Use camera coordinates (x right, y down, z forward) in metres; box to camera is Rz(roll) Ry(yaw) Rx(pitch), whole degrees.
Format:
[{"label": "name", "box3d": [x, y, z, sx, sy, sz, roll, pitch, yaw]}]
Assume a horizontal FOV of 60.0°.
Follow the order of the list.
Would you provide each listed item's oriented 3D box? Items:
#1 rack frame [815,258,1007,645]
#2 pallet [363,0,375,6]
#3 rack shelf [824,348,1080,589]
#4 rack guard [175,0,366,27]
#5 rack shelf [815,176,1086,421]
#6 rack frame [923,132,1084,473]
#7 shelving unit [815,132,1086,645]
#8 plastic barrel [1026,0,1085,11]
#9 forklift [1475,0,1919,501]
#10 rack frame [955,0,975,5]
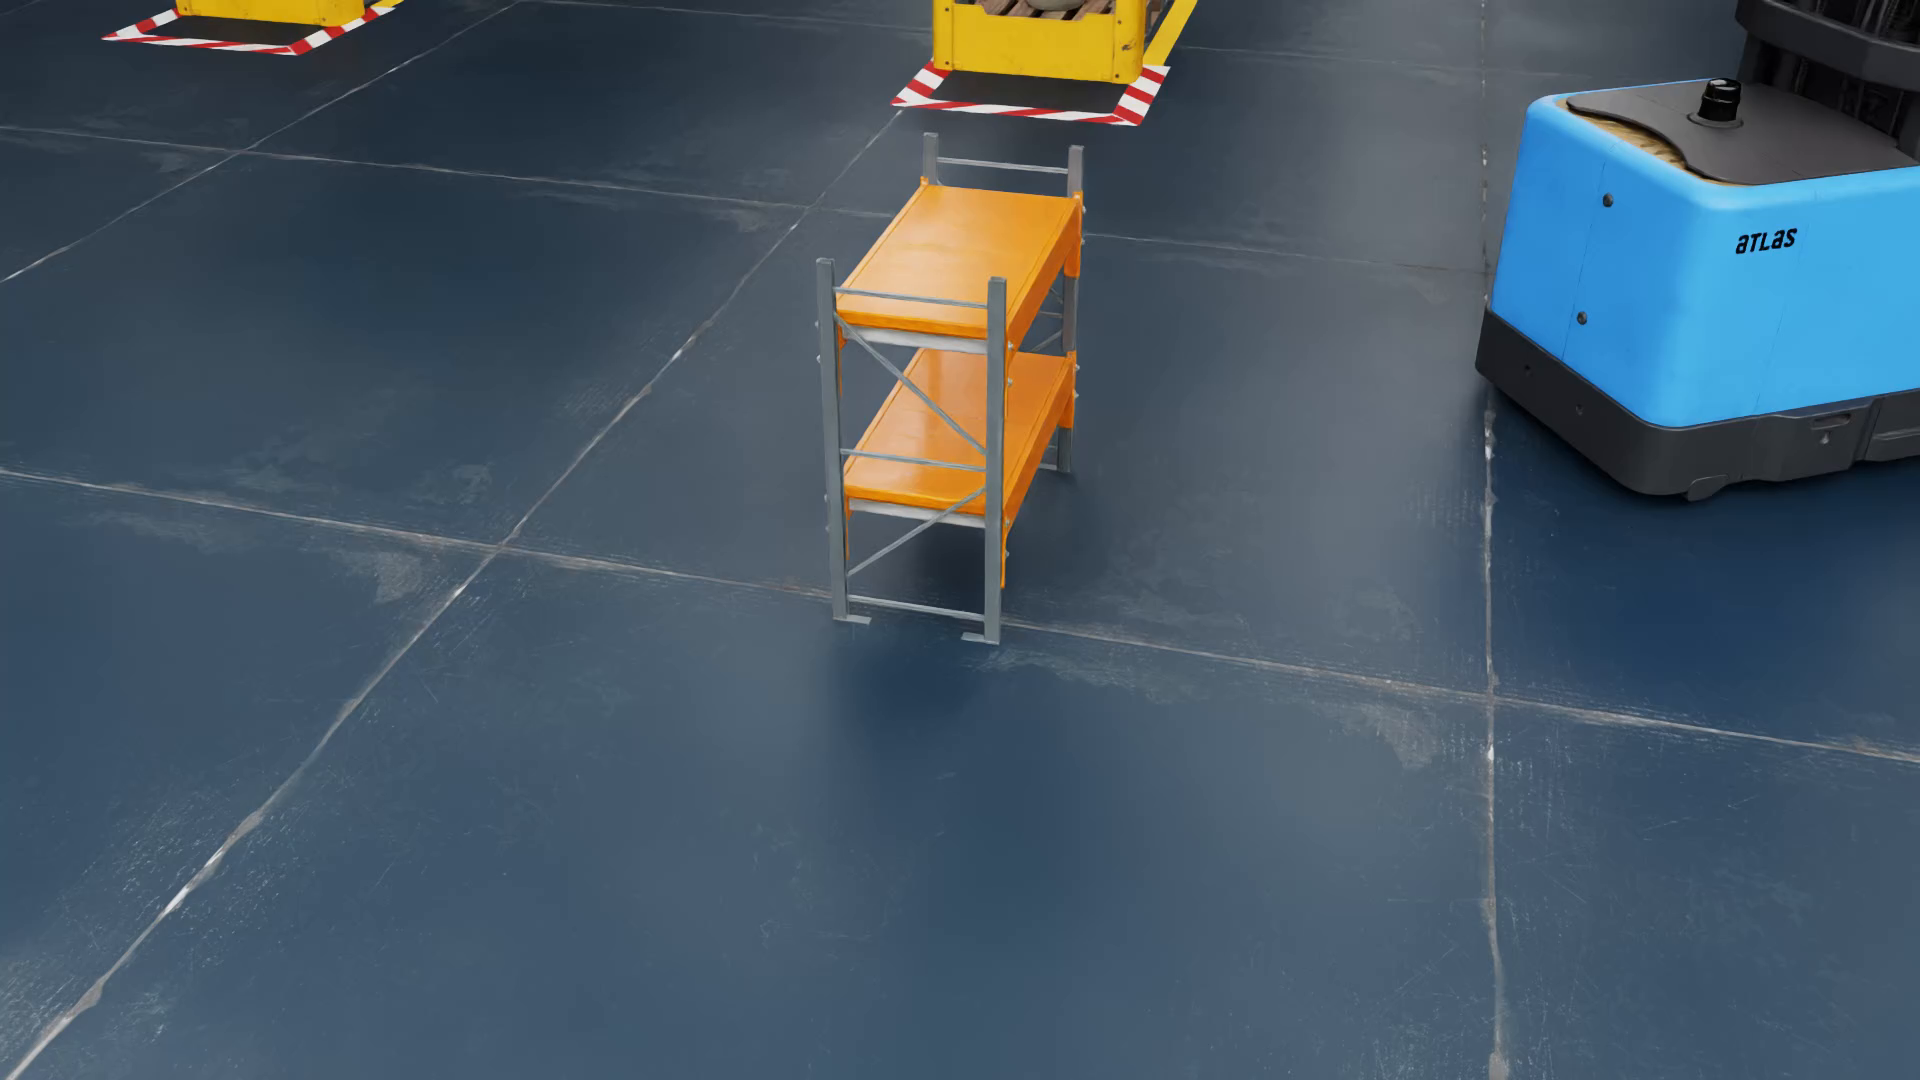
[{"label": "rack frame", "box3d": [-0.127, -0.214, 4.539, 0.500, 1.125, 0.032, 8, 33, 12]}, {"label": "pallet", "box3d": [-4.168, -3.816, 11.056, 1.003, 0.211, 1.213, 8, 33, 12]}, {"label": "rack shelf", "box3d": [0.002, -0.272, 5.085, 0.538, 0.278, 1.000, 8, 33, 12]}, {"label": "rack guard", "box3d": [-4.327, -3.523, 10.325, 1.175, 0.500, 0.348, 8, 33, 12]}, {"label": "rack shelf", "box3d": [0.002, -0.725, 4.797, 0.538, 0.278, 1.000, 8, 33, 12]}, {"label": "rack frame", "box3d": [0.131, -0.742, 5.369, 0.500, 1.125, 0.032, 8, 33, 12]}, {"label": "shelving unit", "box3d": [0.002, -0.478, 4.954, 0.538, 1.125, 1.048, 8, 33, 12]}, {"label": "plastic barrel", "box3d": [0.562, -3.393, 9.719, 0.421, 0.512, 0.421, 0, 32, 0]}, {"label": "forklift", "box3d": [3.468, -1.814, 5.371, 3.031, 2.935, 1.130, -9, 34, -14]}, {"label": "rack frame", "box3d": [0.469, -3.914, 8.610, 1.000, 3.000, 0.127, 8, 33, 12]}]
